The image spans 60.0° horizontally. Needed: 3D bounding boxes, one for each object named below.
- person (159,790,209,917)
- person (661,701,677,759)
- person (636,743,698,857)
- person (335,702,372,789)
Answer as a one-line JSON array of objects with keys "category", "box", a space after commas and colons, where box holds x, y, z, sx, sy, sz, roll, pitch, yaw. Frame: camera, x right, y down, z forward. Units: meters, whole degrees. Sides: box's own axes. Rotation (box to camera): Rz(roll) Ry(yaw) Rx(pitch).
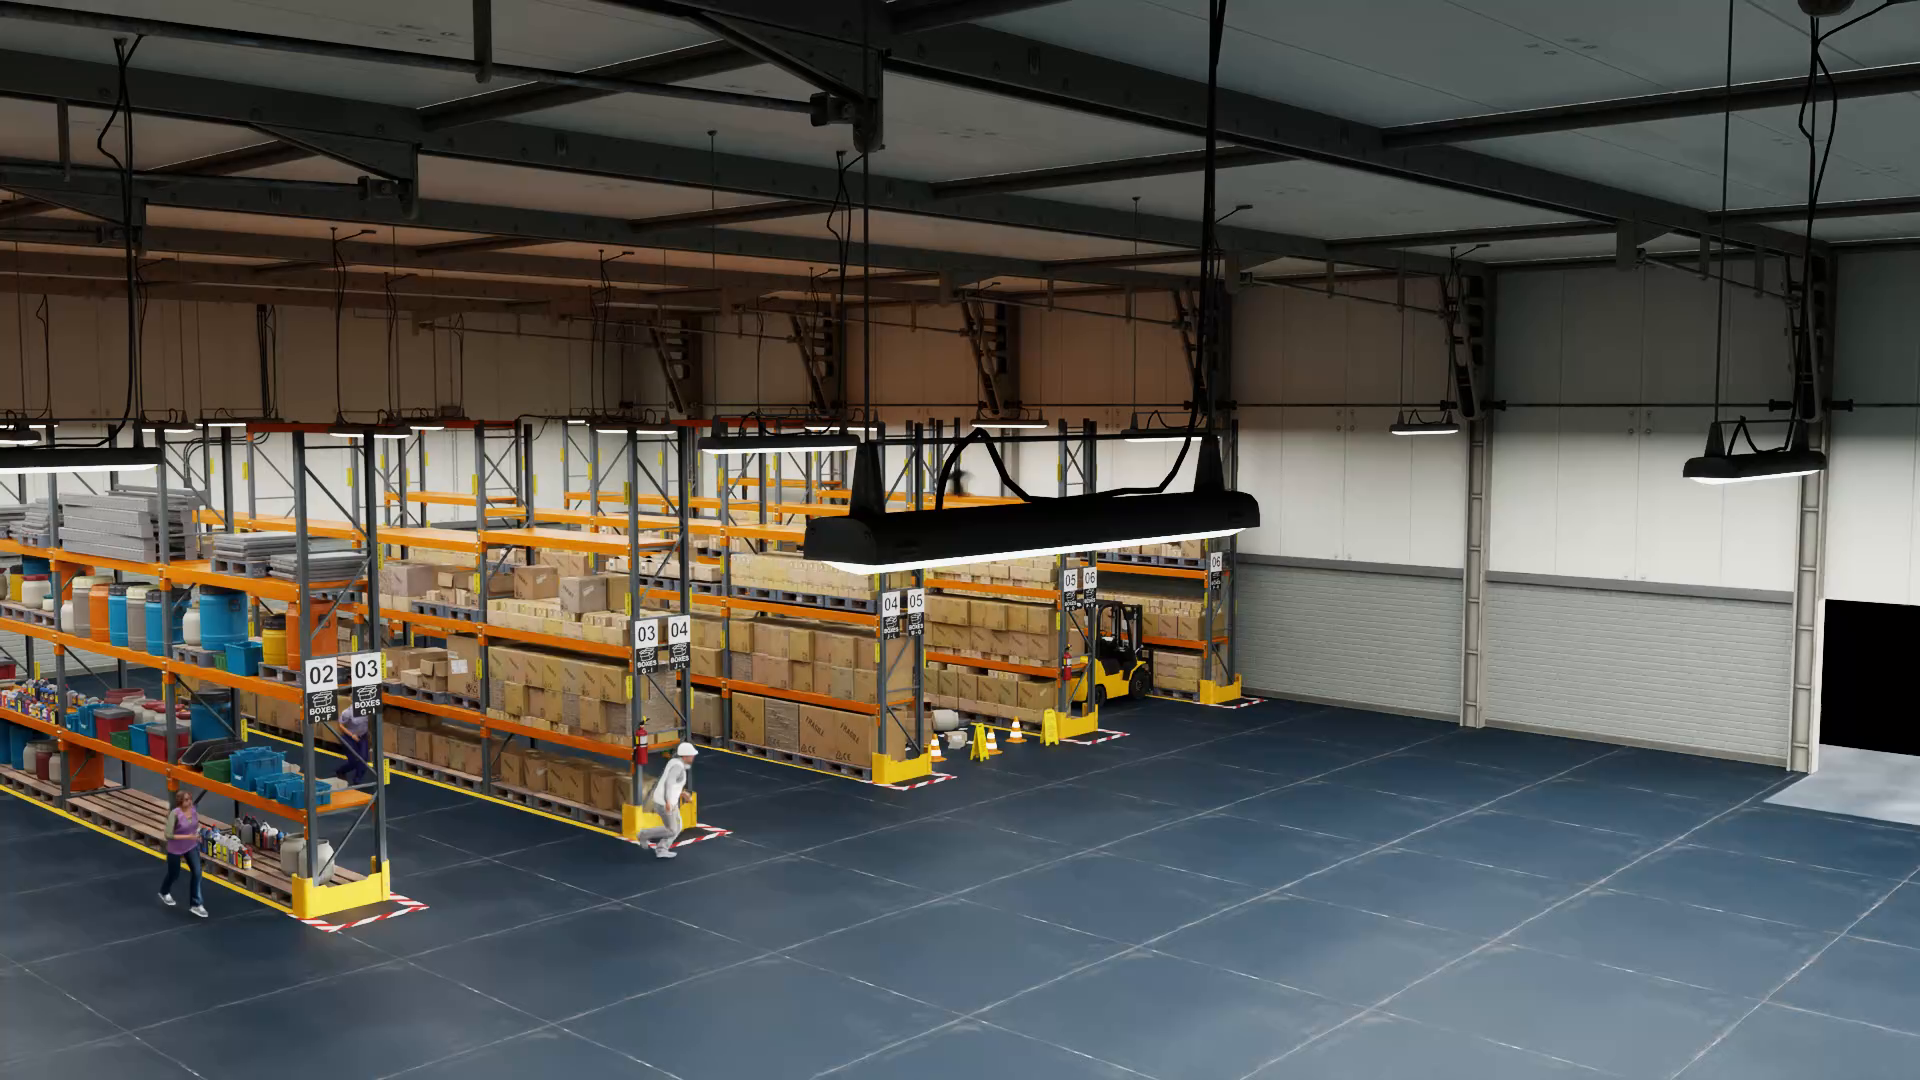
[{"category": "person", "box": [-9.667, 3.860, 20.627, 0.916, 1.562, 0.543, 3, 6, 35]}, {"category": "person", "box": [-5.453, 3.036, 29.742, 0.864, 1.745, 0.665, 2, 5, 24]}, {"category": "person", "box": [-4.077, 3.634, 23.180, 0.869, 1.618, 0.661, -1, 5, -7]}, {"category": "person", "box": [-10.038, 3.307, 27.480, 0.639, 1.594, 0.606, 3, 6, 33]}]
